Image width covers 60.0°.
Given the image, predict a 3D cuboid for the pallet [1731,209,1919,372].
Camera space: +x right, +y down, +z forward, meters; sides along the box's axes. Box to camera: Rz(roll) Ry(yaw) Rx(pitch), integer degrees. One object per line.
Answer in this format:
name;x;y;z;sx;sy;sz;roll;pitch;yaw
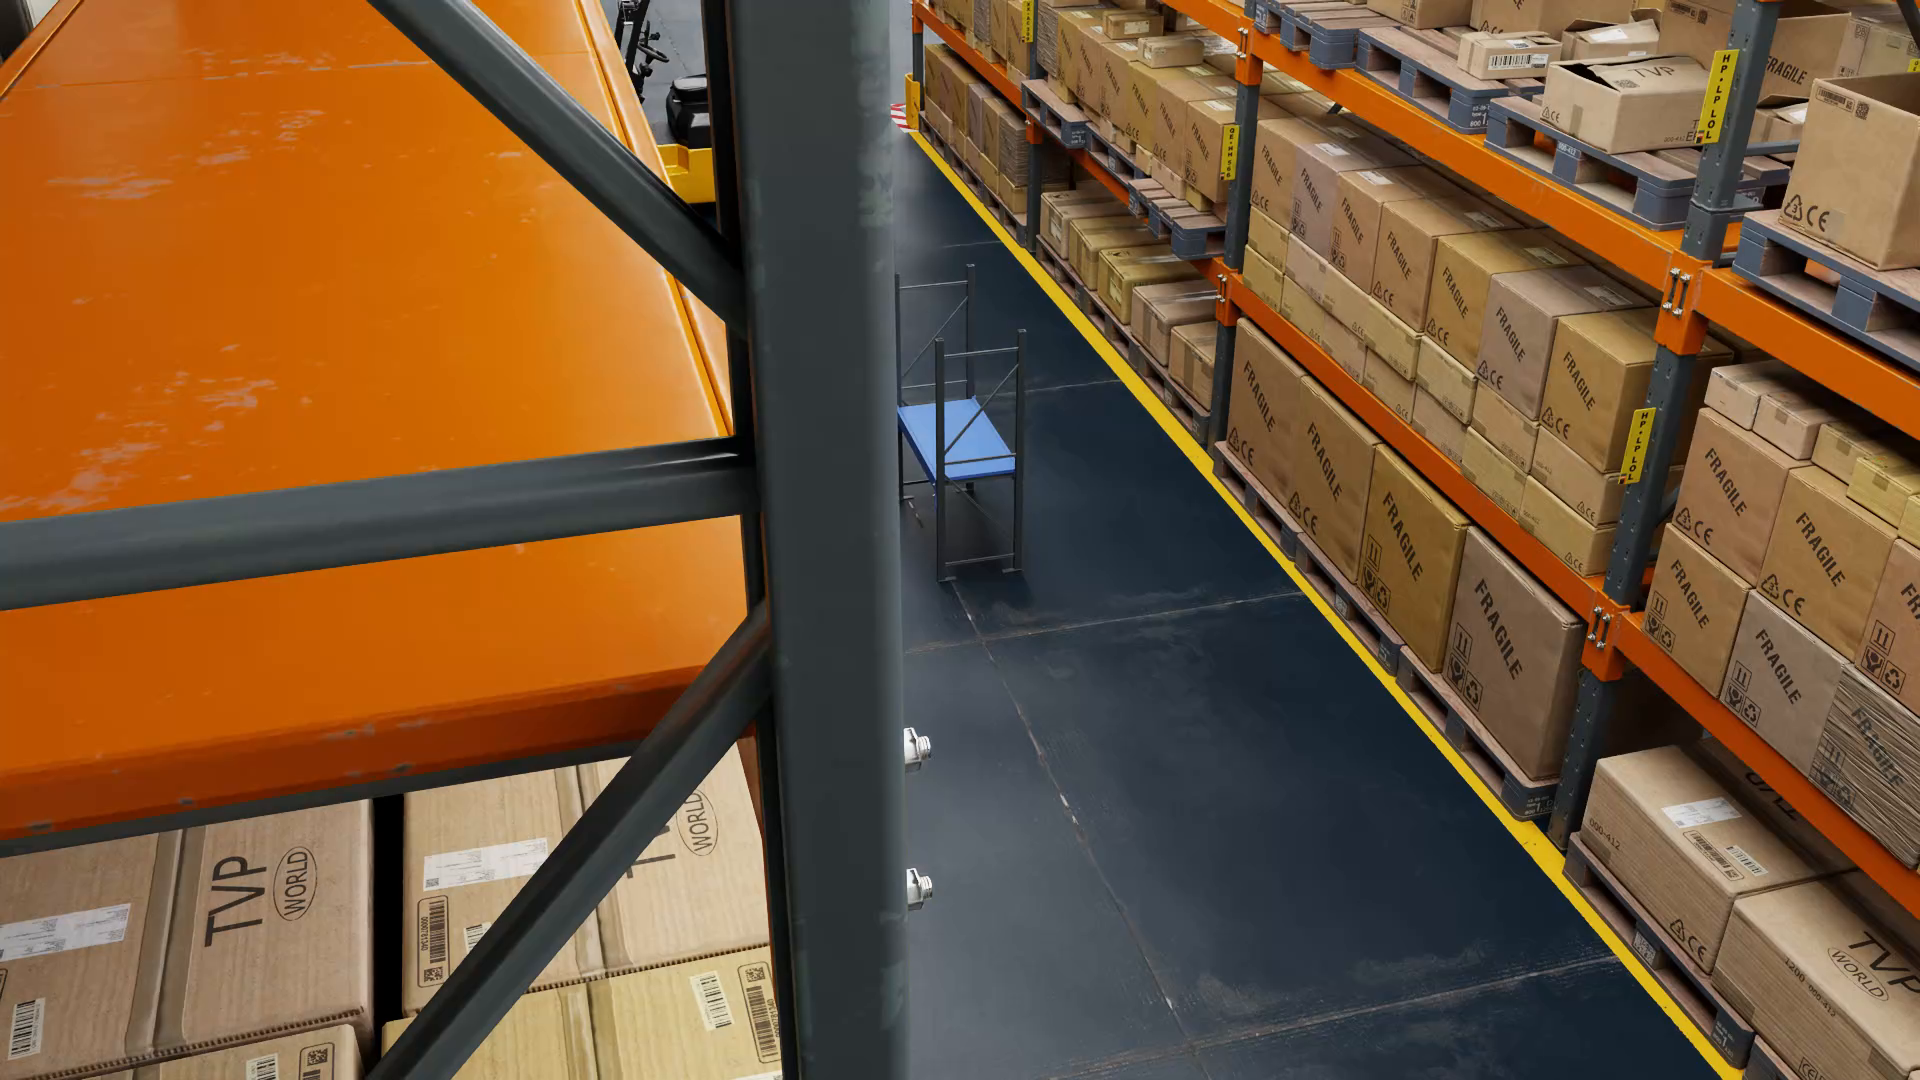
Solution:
pallet;3.395;-0.841;5.534;1.003;0.211;1.213;-8;31;-13

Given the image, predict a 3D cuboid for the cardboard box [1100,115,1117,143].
cardboard box;1.226;-2.972;11.954;0.380;0.149;0.250;-7;31;-11

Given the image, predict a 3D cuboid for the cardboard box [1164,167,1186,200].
cardboard box;1.562;-2.345;10.870;0.380;0.149;0.250;-8;31;-14

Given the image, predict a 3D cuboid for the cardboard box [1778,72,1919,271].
cardboard box;3.142;-1.232;5.503;0.500;0.500;0.500;-7;31;-12

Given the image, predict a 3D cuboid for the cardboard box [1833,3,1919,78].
cardboard box;6.627;-3.555;12.031;0.700;0.500;0.500;-8;31;-14

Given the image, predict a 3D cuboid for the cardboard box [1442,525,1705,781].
cardboard box;2.947;0.471;7.874;0.875;0.875;0.875;-7;31;-12

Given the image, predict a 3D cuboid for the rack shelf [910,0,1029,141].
rack shelf;0.534;-4.496;15.473;1.077;0.370;4.000;-8;31;-13

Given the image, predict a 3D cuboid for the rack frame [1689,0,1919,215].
rack frame;3.188;-2.574;5.445;1.000;3.000;0.127;-8;31;-13

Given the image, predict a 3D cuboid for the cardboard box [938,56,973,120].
cardboard box;0.100;-4.400;16.166;0.500;0.500;0.500;-9;31;-15

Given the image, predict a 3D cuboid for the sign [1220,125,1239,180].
sign;1.606;-2.300;9.883;0.100;0.325;0.005;-8;31;-13

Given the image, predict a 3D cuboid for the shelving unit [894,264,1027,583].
shelving unit;-0.023;-0.690;9.677;0.538;1.500;1.048;-8;31;-13

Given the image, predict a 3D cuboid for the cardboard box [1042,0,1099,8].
cardboard box;0.849;-4.202;12.783;0.380;0.149;0.250;-8;31;-13

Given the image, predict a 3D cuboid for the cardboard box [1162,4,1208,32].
cardboard box;1.696;-3.823;12.128;0.380;0.149;0.250;-9;31;-15

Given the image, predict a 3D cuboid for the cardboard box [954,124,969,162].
cardboard box;0.236;-3.829;15.928;0.500;0.250;0.500;-6;31;-10

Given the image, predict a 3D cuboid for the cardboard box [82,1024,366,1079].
cardboard box;-0.922;0.860;1.860;0.500;0.250;0.500;-9;31;-15

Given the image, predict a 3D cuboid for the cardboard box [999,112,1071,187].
cardboard box;0.649;-3.408;14.452;0.500;0.500;0.500;-8;31;-14

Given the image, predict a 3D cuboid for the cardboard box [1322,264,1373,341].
cardboard box;2.279;-1.291;8.869;0.500;0.250;0.500;-8;31;-13

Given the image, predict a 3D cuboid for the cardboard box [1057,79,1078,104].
cardboard box;0.965;-3.484;12.837;0.380;0.149;0.250;-7;31;-12

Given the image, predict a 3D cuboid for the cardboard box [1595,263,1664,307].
cardboard box;3.187;-0.947;7.524;0.500;0.500;0.500;-8;31;-14

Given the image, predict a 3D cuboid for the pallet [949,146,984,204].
pallet;0.525;-3.545;15.895;1.003;0.211;1.213;-8;31;-13

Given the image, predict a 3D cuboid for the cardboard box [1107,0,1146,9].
cardboard box;1.409;-4.003;13.086;0.500;0.500;0.500;-8;31;-14

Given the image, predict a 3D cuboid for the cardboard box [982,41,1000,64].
cardboard box;0.413;-4.338;14.732;0.380;0.149;0.250;-8;31;-14

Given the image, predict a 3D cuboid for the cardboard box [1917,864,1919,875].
cardboard box;3.452;0.974;5.204;0.500;0.500;0.500;-7;31;-12

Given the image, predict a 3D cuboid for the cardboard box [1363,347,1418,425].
cardboard box;2.435;-0.837;8.583;0.500;0.250;0.500;-8;31;-13

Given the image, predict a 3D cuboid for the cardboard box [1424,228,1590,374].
cardboard box;2.567;-1.133;7.846;0.500;0.500;0.500;-7;31;-12

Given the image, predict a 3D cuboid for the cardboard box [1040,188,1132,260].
cardboard box;1.206;-2.633;13.740;0.950;0.372;0.625;-7;31;-13

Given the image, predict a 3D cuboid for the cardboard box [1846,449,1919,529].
cardboard box;3.221;-0.180;5.552;0.380;0.149;0.250;-8;31;-14

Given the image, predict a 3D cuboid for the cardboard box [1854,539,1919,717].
cardboard box;3.334;0.302;5.367;0.500;0.500;0.500;-7;31;-12

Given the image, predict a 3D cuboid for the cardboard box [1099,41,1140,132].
cardboard box;1.311;-3.202;11.702;0.500;0.500;0.500;-9;31;-15

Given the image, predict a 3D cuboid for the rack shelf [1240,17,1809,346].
rack shelf;2.657;-1.931;8.046;1.077;0.370;4.000;-8;31;-13

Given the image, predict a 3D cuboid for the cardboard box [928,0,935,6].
cardboard box;-0.106;-5.473;16.693;0.380;0.149;0.250;-8;31;-13

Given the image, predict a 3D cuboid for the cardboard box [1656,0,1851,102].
cardboard box;3.234;-1.965;6.869;0.500;0.500;0.500;-8;31;-14

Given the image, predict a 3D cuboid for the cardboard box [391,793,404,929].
cardboard box;-1.191;0.586;2.833;0.500;0.250;0.500;-9;31;-14

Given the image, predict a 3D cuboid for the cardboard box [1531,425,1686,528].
cardboard box;2.837;-0.310;7.173;0.500;0.250;0.500;-8;31;-13

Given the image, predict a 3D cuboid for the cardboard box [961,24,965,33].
cardboard box;0.219;-4.845;15.609;0.380;0.149;0.250;-7;31;-12

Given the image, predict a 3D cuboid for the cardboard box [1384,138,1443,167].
cardboard box;2.660;-1.924;9.213;0.500;0.500;0.500;-7;31;-12

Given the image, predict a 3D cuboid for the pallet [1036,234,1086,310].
pallet;1.273;-2.259;13.673;1.003;0.211;1.213;-8;31;-13

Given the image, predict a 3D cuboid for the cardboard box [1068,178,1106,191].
cardboard box;1.169;-3.154;14.762;0.500;0.250;0.500;-9;31;-16

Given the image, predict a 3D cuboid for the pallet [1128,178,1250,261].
pallet;1.835;-2.157;10.904;1.213;0.211;1.003;-8;31;-13

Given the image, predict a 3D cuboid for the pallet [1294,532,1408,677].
pallet;2.583;0.276;9.293;1.003;0.211;1.213;-8;31;-13

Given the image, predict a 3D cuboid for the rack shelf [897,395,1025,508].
rack shelf;-0.023;-0.535;9.767;0.538;0.185;1.000;-8;31;-13

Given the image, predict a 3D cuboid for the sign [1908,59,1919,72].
sign;6.338;-3.042;11.087;0.100;0.325;0.005;-8;31;-13

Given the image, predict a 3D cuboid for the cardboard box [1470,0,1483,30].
cardboard box;2.829;-2.713;8.394;0.396;0.266;0.258;-9;31;-15

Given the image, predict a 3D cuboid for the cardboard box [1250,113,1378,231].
cardboard box;2.022;-2.115;9.543;0.500;0.500;0.500;-9;31;-15

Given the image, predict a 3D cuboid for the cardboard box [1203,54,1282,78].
cardboard box;1.938;-3.018;11.385;0.500;0.500;0.500;-7;31;-12

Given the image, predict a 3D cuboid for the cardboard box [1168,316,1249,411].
cardboard box;1.986;-1.228;11.313;0.950;0.372;0.625;-10;32;-17

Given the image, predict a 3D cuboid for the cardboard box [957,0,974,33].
cardboard box;0.281;-4.940;15.124;0.500;0.500;0.500;-8;31;-14
